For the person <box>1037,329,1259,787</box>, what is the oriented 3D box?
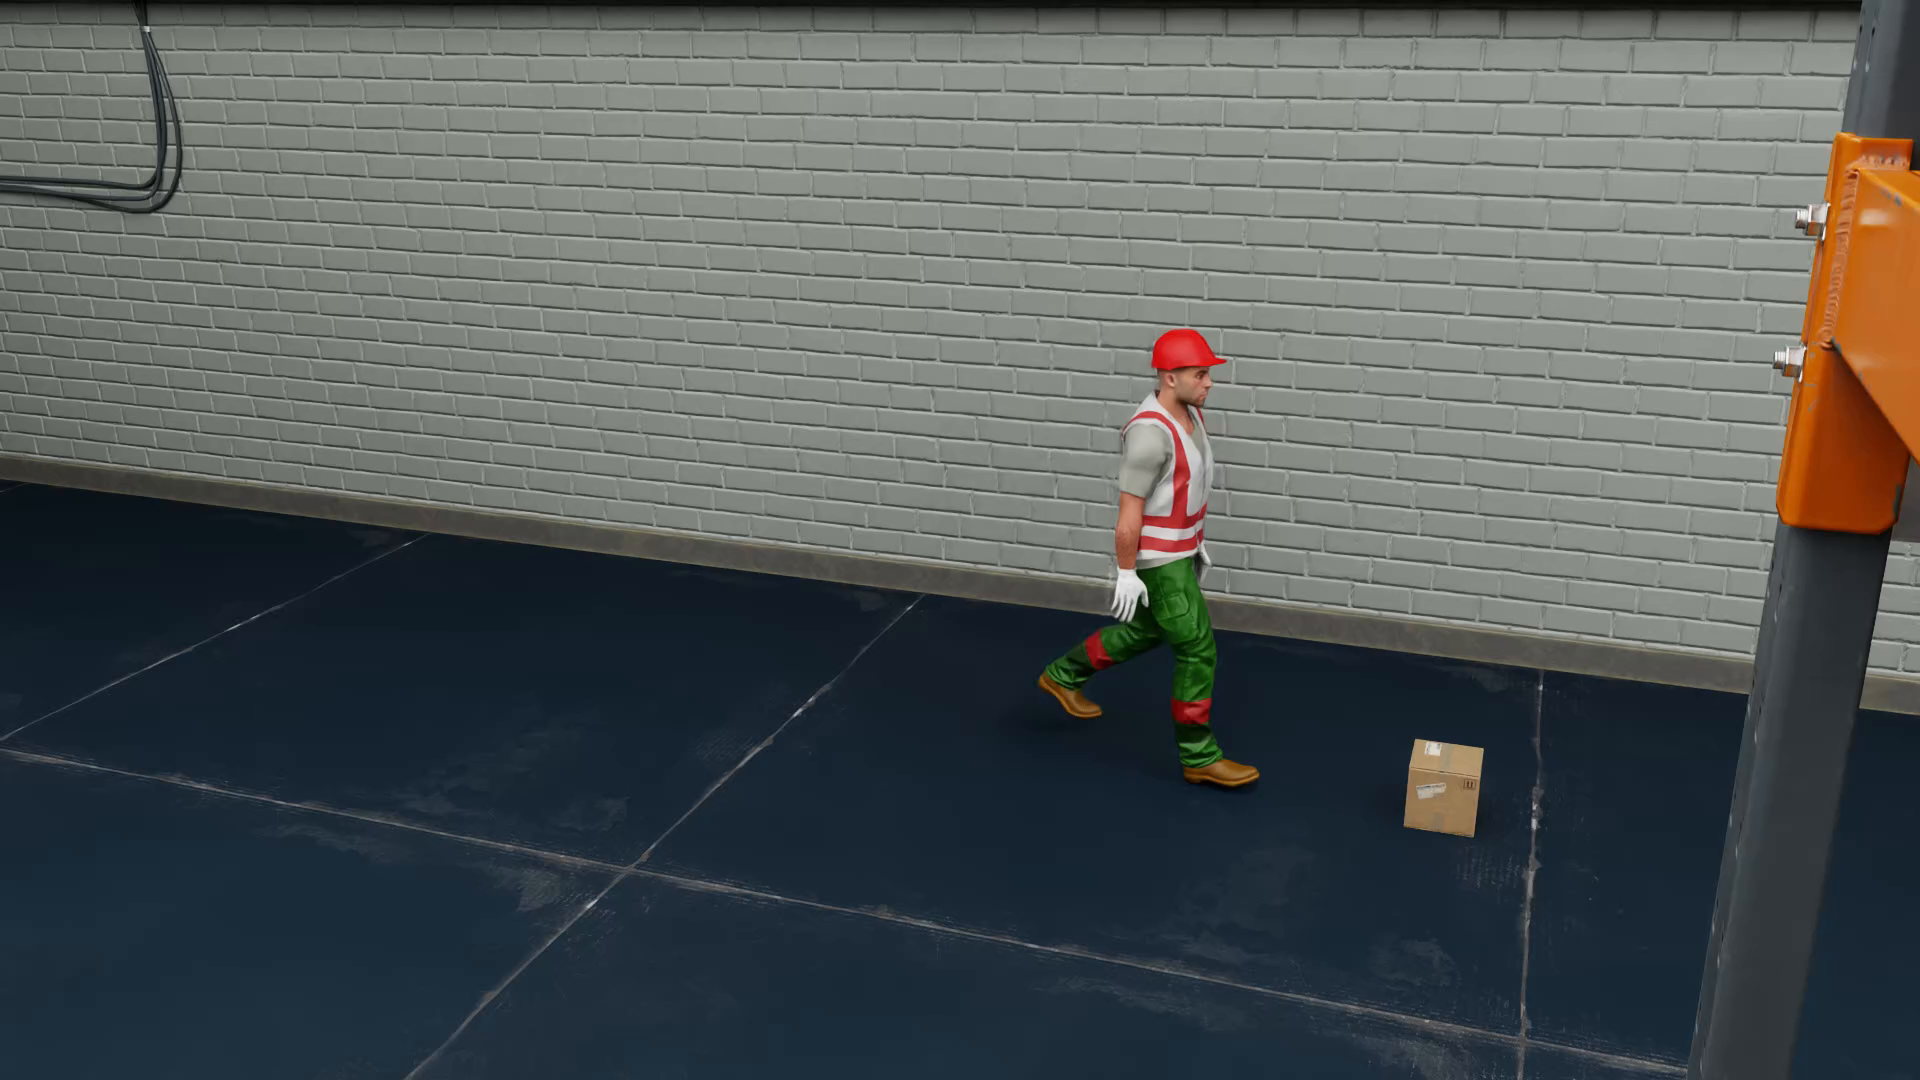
[{"bbox_3d":[0.723,0.050,6.388,0.986,1.756,0.565,7,20,20],"label":"person"}]
